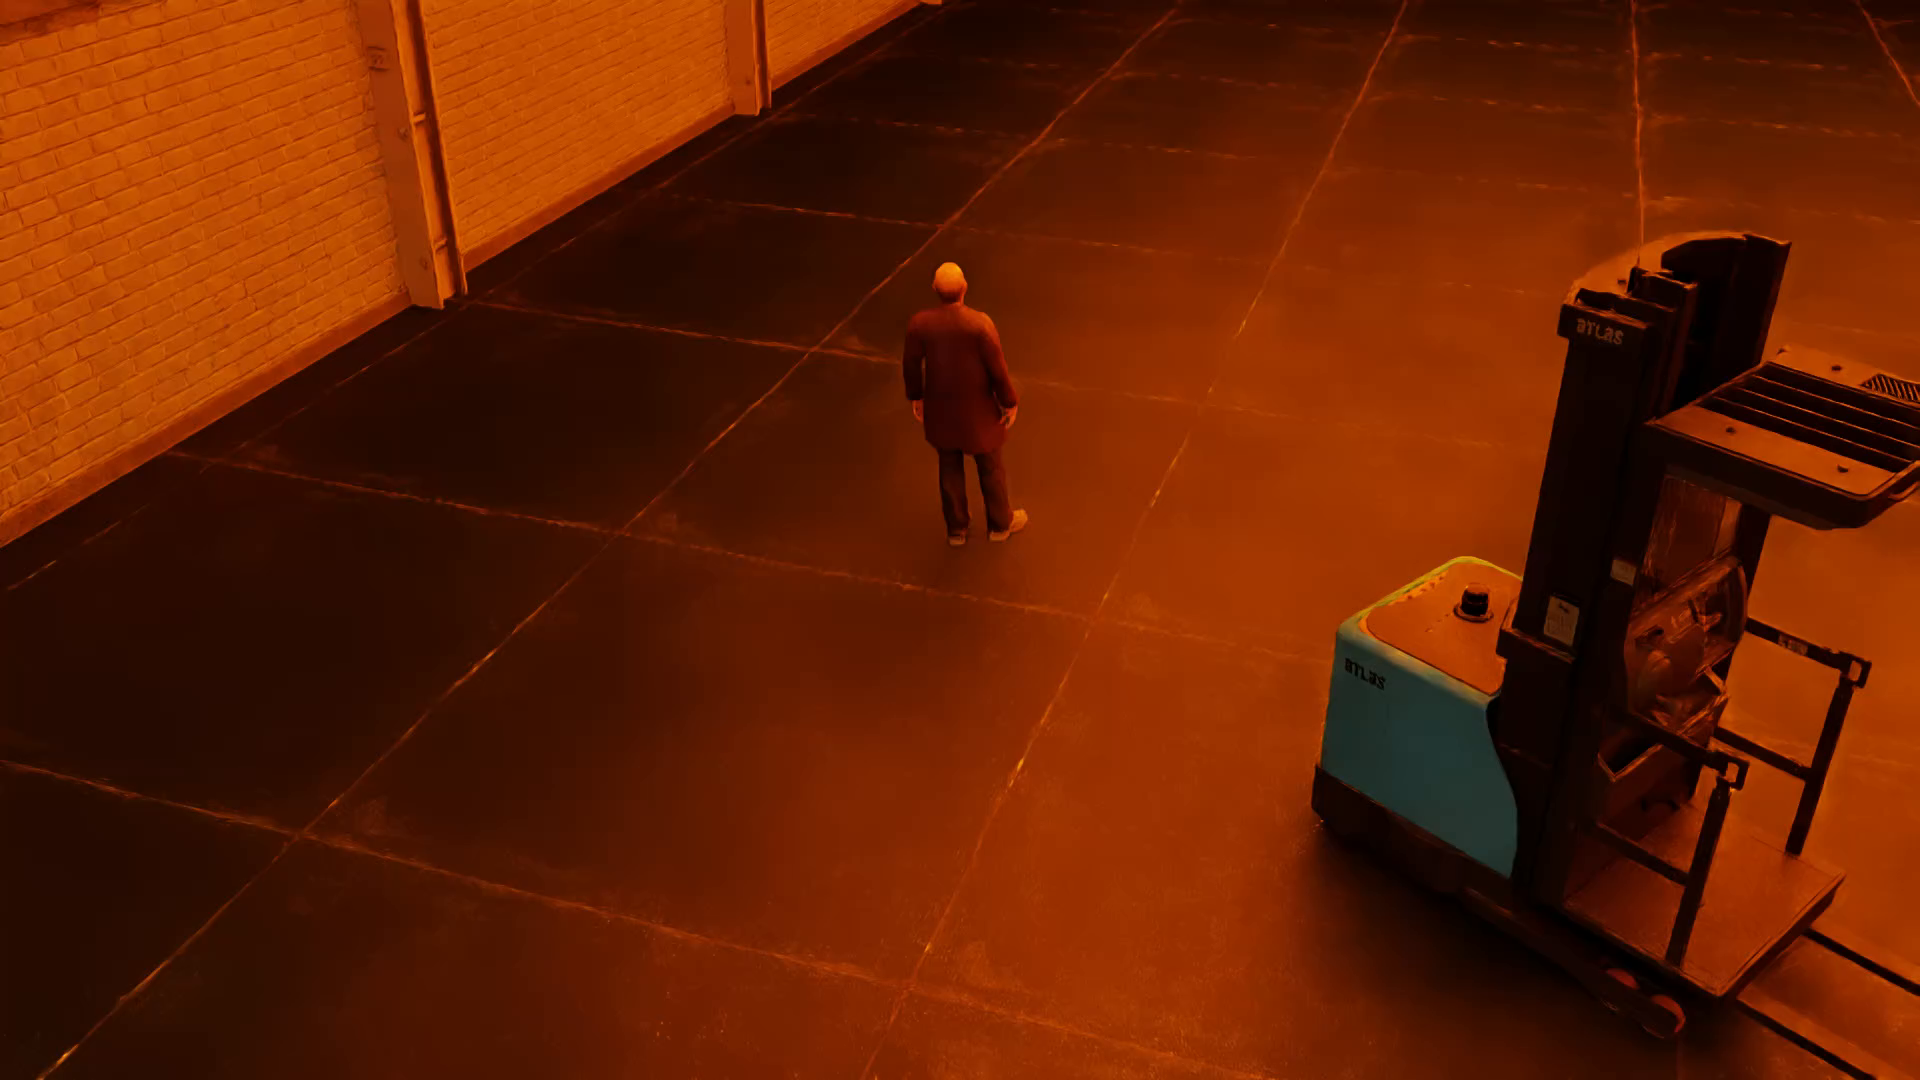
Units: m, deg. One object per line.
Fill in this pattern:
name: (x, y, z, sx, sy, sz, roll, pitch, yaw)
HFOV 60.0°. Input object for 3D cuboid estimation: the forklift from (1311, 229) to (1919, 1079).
forklift: (2.986, 0.421, 6.398, 1.130, 2.935, 3.031, -23, 37, -35)

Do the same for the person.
person: (0.034, -0.820, 9.726, 0.694, 1.776, 0.580, 10, 31, 16)
